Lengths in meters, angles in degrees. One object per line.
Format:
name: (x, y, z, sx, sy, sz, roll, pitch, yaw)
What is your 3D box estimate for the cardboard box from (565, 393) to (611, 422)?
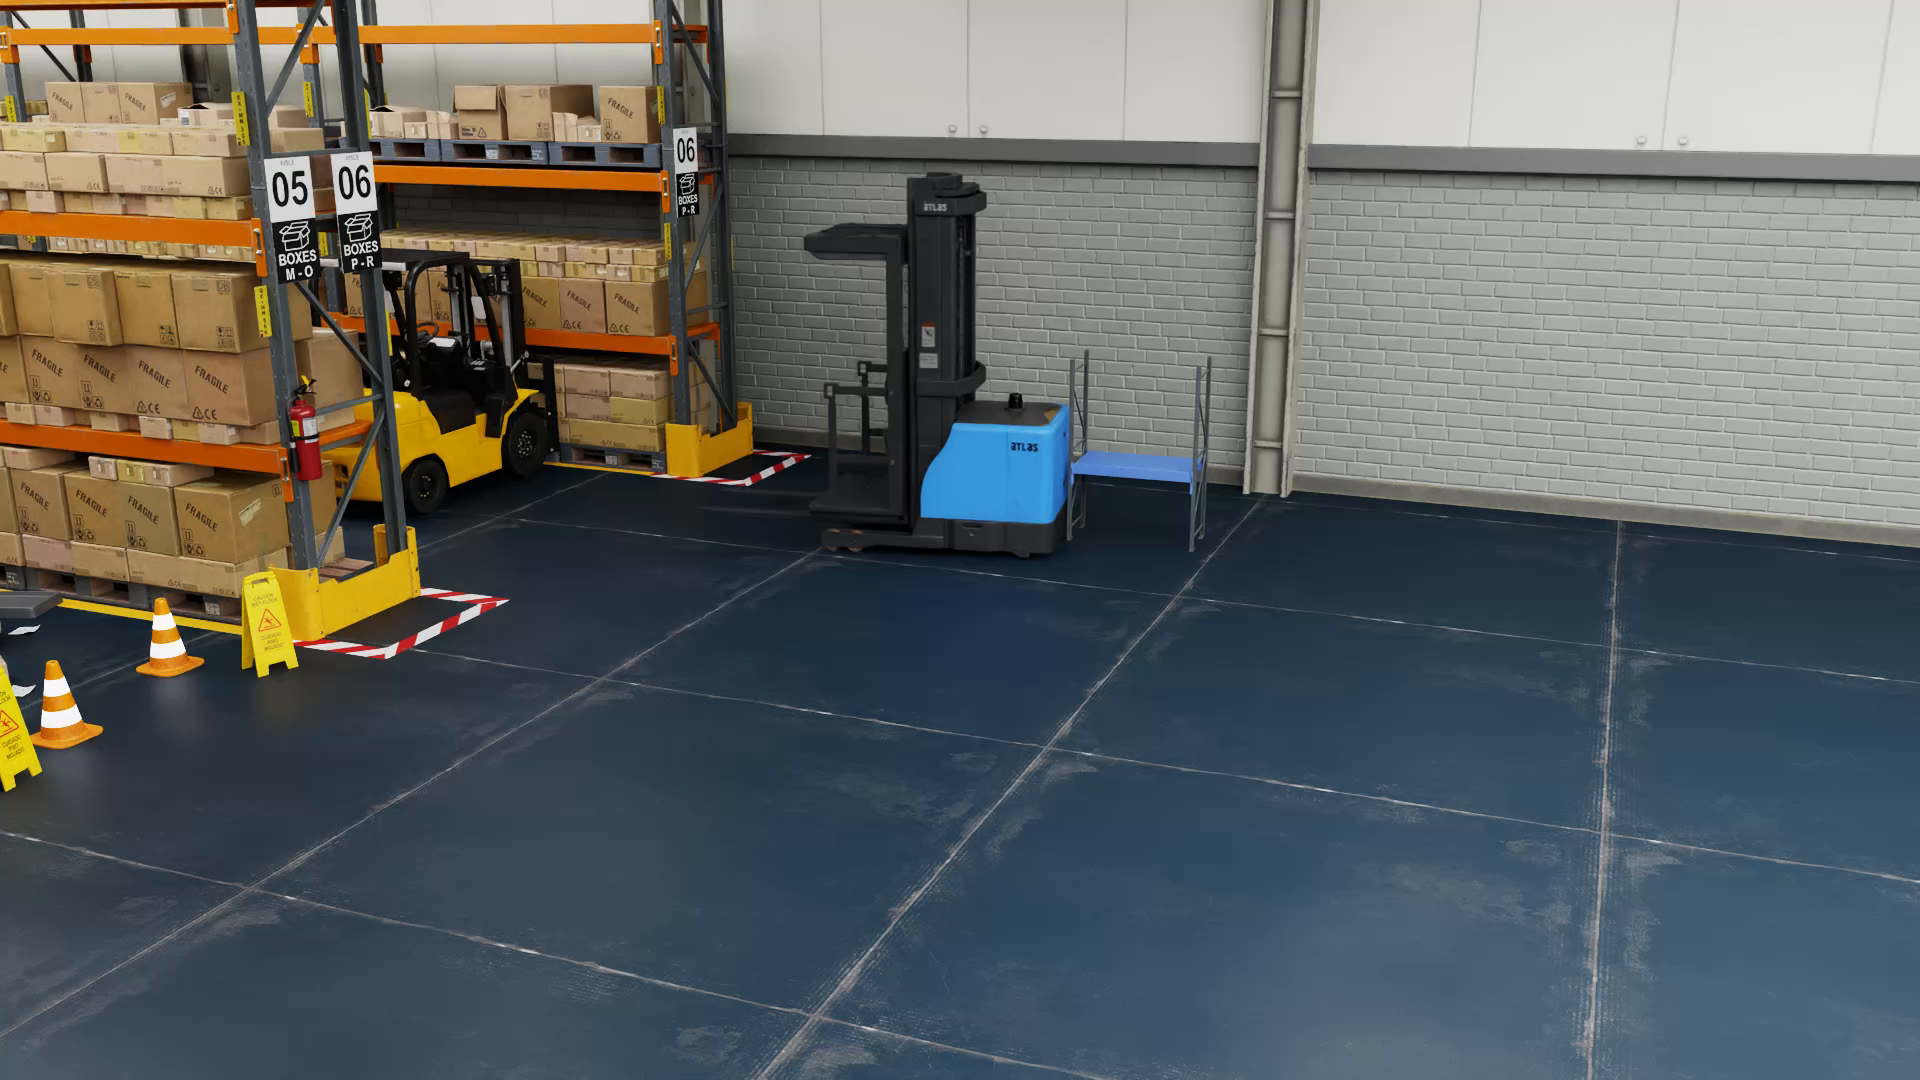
cardboard box: (-3.482, -1.338, 16.185, 0.500, 0.250, 0.500, 6, 17, 20)

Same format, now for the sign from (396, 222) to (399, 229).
sign: (-5.971, -3.201, 17.625, 0.005, 0.325, 0.100, 6, 17, 21)

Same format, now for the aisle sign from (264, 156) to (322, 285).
aisle sign: (-4.318, -2.073, 10.772, 0.004, 0.787, 0.394, 6, 17, 21)

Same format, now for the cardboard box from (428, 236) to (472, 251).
cardboard box: (-5.015, -2.896, 16.394, 0.250, 0.149, 0.380, 6, 17, 20)

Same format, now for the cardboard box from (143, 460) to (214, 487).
cardboard box: (-5.477, -0.494, 11.664, 0.250, 0.149, 0.380, 7, 18, 22)

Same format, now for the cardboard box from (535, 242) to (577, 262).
cardboard box: (-3.844, -2.758, 15.917, 0.250, 0.149, 0.380, 7, 18, 22)

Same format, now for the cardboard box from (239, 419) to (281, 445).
cardboard box: (-4.696, -0.768, 11.391, 0.250, 0.149, 0.380, 7, 18, 22)

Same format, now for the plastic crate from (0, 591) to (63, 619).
plastic crate: (-6.831, 0.460, 11.946, 0.583, 0.080, 0.402, 0, 16, 1)

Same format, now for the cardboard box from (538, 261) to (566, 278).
cardboard box: (-3.837, -2.621, 15.978, 0.250, 0.149, 0.380, 6, 17, 19)

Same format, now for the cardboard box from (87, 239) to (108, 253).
cardboard box: (-9.208, -3.216, 18.030, 0.250, 0.149, 0.380, 7, 18, 22)

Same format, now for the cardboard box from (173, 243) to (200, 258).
cardboard box: (-8.047, -3.070, 17.526, 0.250, 0.149, 0.380, 6, 17, 19)

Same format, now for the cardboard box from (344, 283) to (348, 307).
cardboard box: (-6.535, -2.653, 17.700, 0.500, 0.250, 0.500, 7, 17, 22)

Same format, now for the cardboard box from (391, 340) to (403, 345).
cardboard box: (-5.644, -1.964, 17.445, 0.500, 0.250, 0.500, 7, 17, 22)

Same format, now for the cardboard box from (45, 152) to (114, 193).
cardboard box: (-5.796, -2.504, 11.273, 0.500, 0.250, 0.500, 7, 18, 22)

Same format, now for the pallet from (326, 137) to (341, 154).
pallet: (-6.998, -4.039, 17.168, 1.217, 0.209, 0.805, 6, 17, 18)

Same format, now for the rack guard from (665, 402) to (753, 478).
rack guard: (-2.429, -0.991, 16.191, 0.348, 0.500, 1.175, 6, 17, 21)

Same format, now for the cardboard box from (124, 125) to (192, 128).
cardboard box: (-5.660, -2.855, 11.768, 0.250, 0.149, 0.380, 7, 18, 22)

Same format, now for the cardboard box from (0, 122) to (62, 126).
cardboard box: (-6.847, -2.993, 12.245, 0.250, 0.149, 0.380, 7, 18, 22)

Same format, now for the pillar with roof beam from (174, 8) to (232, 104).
pillar with roof beam: (-9.930, -4.877, 14.333, 0.400, 9.000, 9.100, 6, 17, 21)

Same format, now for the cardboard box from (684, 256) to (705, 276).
cardboard box: (-2.672, -2.656, 16.098, 0.250, 0.149, 0.380, 6, 17, 19)

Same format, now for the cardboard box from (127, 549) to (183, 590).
cardboard box: (-5.599, 0.145, 11.974, 0.500, 0.250, 0.500, 6, 17, 21)

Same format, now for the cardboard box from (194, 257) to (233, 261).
cardboard box: (-7.678, -2.860, 17.517, 0.500, 0.250, 0.500, 7, 17, 22)

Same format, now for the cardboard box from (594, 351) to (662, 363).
cardboard box: (-3.296, -1.704, 16.548, 0.500, 0.250, 0.500, 6, 17, 21)

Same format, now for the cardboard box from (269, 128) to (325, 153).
cardboard box: (-4.525, -2.698, 11.228, 0.250, 0.149, 0.380, 6, 17, 20)

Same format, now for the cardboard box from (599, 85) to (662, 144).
cardboard box: (-2.953, -3.914, 15.285, 0.500, 0.500, 0.500, 7, 18, 22)

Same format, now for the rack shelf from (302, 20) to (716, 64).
rack shelf: (-4.312, -4.742, 15.875, 4.000, 0.370, 1.077, 6, 17, 21)

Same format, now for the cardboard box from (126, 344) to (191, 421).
cardboard box: (-5.340, -1.134, 11.486, 0.500, 0.500, 0.500, 6, 17, 21)

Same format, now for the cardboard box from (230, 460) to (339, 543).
cardboard box: (-4.941, -0.304, 12.175, 0.500, 0.500, 0.500, 6, 17, 19)

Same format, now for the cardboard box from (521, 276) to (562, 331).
cardboard box: (-3.962, -2.332, 16.147, 0.500, 0.500, 0.500, 6, 17, 20)

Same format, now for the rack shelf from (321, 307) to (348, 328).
rack shelf: (-8.033, -2.462, 18.066, 4.000, 0.370, 1.077, 6, 17, 21)

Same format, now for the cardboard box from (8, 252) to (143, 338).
cardboard box: (-6.218, -1.739, 11.778, 0.500, 0.500, 0.700, 6, 17, 20)

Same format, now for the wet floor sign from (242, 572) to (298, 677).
wet floor sign: (-4.485, 0.521, 10.721, 0.232, 0.644, 0.267, 14, 21, 40)

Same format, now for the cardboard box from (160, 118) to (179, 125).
cardboard box: (-8.025, -4.285, 17.193, 0.250, 0.149, 0.380, 6, 17, 20)

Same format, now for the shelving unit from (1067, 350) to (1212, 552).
shelving unit: (1.451, -0.736, 13.519, 1.048, 1.500, 0.538, 5, 17, 18)

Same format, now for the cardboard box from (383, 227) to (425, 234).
cardboard box: (-5.765, -3.151, 17.272, 0.250, 0.149, 0.380, 6, 17, 21)

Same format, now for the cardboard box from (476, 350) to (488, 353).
cardboard box: (-4.899, -1.731, 16.641, 0.500, 0.250, 0.500, 7, 18, 23)

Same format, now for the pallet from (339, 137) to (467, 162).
pallet: (-5.370, -3.921, 16.577, 1.213, 0.211, 1.003, 6, 17, 21)

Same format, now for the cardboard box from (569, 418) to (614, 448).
cardboard box: (-3.464, -1.095, 16.243, 0.500, 0.250, 0.500, 6, 17, 21)

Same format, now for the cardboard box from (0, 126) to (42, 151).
cardboard box: (-6.586, -2.782, 11.518, 0.250, 0.149, 0.380, 6, 17, 20)

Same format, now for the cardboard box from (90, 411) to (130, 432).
cardboard box: (-5.911, -0.881, 11.779, 0.250, 0.149, 0.380, 6, 17, 20)

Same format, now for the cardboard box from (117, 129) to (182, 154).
cardboard box: (-5.380, -2.664, 11.111, 0.250, 0.149, 0.380, 6, 17, 21)

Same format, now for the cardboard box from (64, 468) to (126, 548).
cardboard box: (-6.064, -0.268, 12.050, 0.500, 0.500, 0.500, 6, 17, 19)

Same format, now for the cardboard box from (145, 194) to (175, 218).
cardboard box: (-5.182, -2.243, 11.090, 0.250, 0.149, 0.380, 7, 18, 22)

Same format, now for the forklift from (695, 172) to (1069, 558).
forklift: (-0.647, -1.457, 13.437, 3.031, 2.935, 1.130, 3, 17, 12)

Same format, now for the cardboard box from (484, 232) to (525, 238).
cardboard box: (-4.585, -3.012, 16.792, 0.250, 0.149, 0.380, 6, 17, 20)

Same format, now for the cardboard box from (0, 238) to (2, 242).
cardboard box: (-11.480, -3.383, 19.007, 0.637, 0.503, 0.797, 6, 17, 19)

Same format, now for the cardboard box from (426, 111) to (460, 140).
cardboard box: (-4.904, -3.998, 15.994, 0.258, 0.266, 0.396, 6, 17, 19)

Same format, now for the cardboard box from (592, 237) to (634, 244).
cardboard box: (-3.392, -2.874, 16.318, 0.250, 0.149, 0.380, 6, 17, 21)

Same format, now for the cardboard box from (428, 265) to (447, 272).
cardboard box: (-5.033, -2.745, 16.405, 0.250, 0.149, 0.380, 6, 17, 20)

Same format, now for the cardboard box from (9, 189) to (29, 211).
cardboard box: (-6.354, -2.382, 11.568, 0.250, 0.149, 0.380, 6, 17, 21)

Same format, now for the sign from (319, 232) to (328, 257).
sign: (-6.363, -2.980, 16.622, 0.005, 0.325, 0.100, 6, 17, 21)

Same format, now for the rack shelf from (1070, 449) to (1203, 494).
rack shelf: (1.451, -0.563, 13.569, 1.000, 0.185, 0.538, 5, 17, 18)

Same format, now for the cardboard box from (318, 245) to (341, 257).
cardboard box: (-6.572, -2.940, 17.078, 0.250, 0.149, 0.380, 7, 18, 23)

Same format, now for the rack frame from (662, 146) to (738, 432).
rack frame: (-2.452, -2.194, 15.851, 0.127, 3.000, 1.000, 6, 17, 21)
